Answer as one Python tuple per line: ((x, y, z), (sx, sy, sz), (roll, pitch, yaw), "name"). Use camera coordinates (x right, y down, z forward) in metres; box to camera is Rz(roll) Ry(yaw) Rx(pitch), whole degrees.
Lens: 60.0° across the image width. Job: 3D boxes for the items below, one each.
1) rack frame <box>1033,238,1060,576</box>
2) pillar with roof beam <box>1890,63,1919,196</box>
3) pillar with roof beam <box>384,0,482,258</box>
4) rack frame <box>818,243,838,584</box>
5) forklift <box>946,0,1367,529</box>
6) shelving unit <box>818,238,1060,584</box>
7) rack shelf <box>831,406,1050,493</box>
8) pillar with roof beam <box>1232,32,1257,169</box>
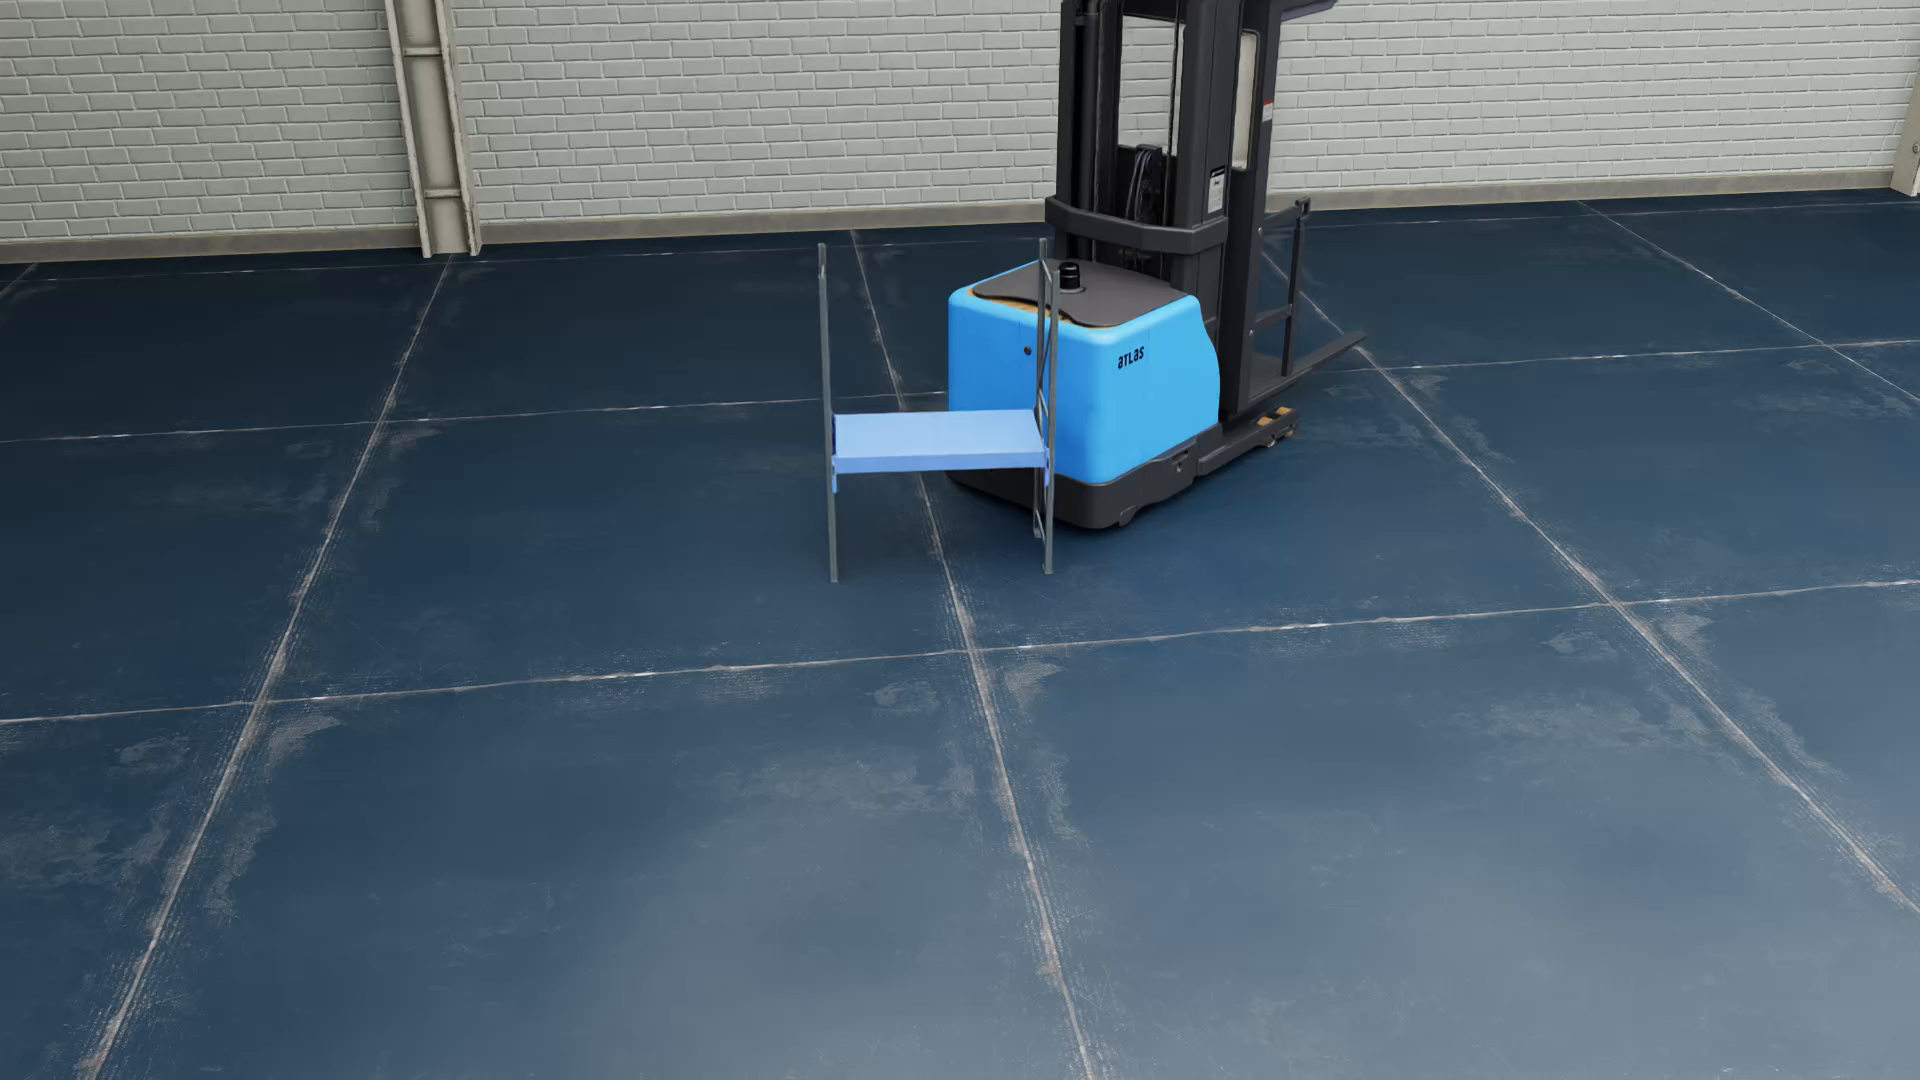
((0.400, -0.612, 7.799), (0.032, 1.500, 0.500), (-2, 27, -4), "rack frame")
((8.674, -4.998, 8.133), (0.400, 9.000, 9.100), (-4, 27, -7), "pillar with roof beam")
((-3.209, -4.235, 6.646), (0.400, 9.000, 9.100), (-4, 27, -7), "pillar with roof beam")
((-0.613, -0.576, 7.729), (0.032, 1.500, 0.500), (-2, 27, -4), "rack frame")
((1.267, -1.954, 8.847), (1.130, 2.935, 3.031), (21, 34, 35), "forklift")
((-0.107, -0.594, 7.764), (1.048, 1.500, 0.538), (-2, 27, -4), "shelving unit")
((-0.107, -0.434, 7.846), (1.000, 0.185, 0.538), (-2, 27, -4), "rack shelf")
((2.733, -4.616, 7.390), (0.400, 9.000, 9.100), (-4, 27, -7), "pillar with roof beam")
